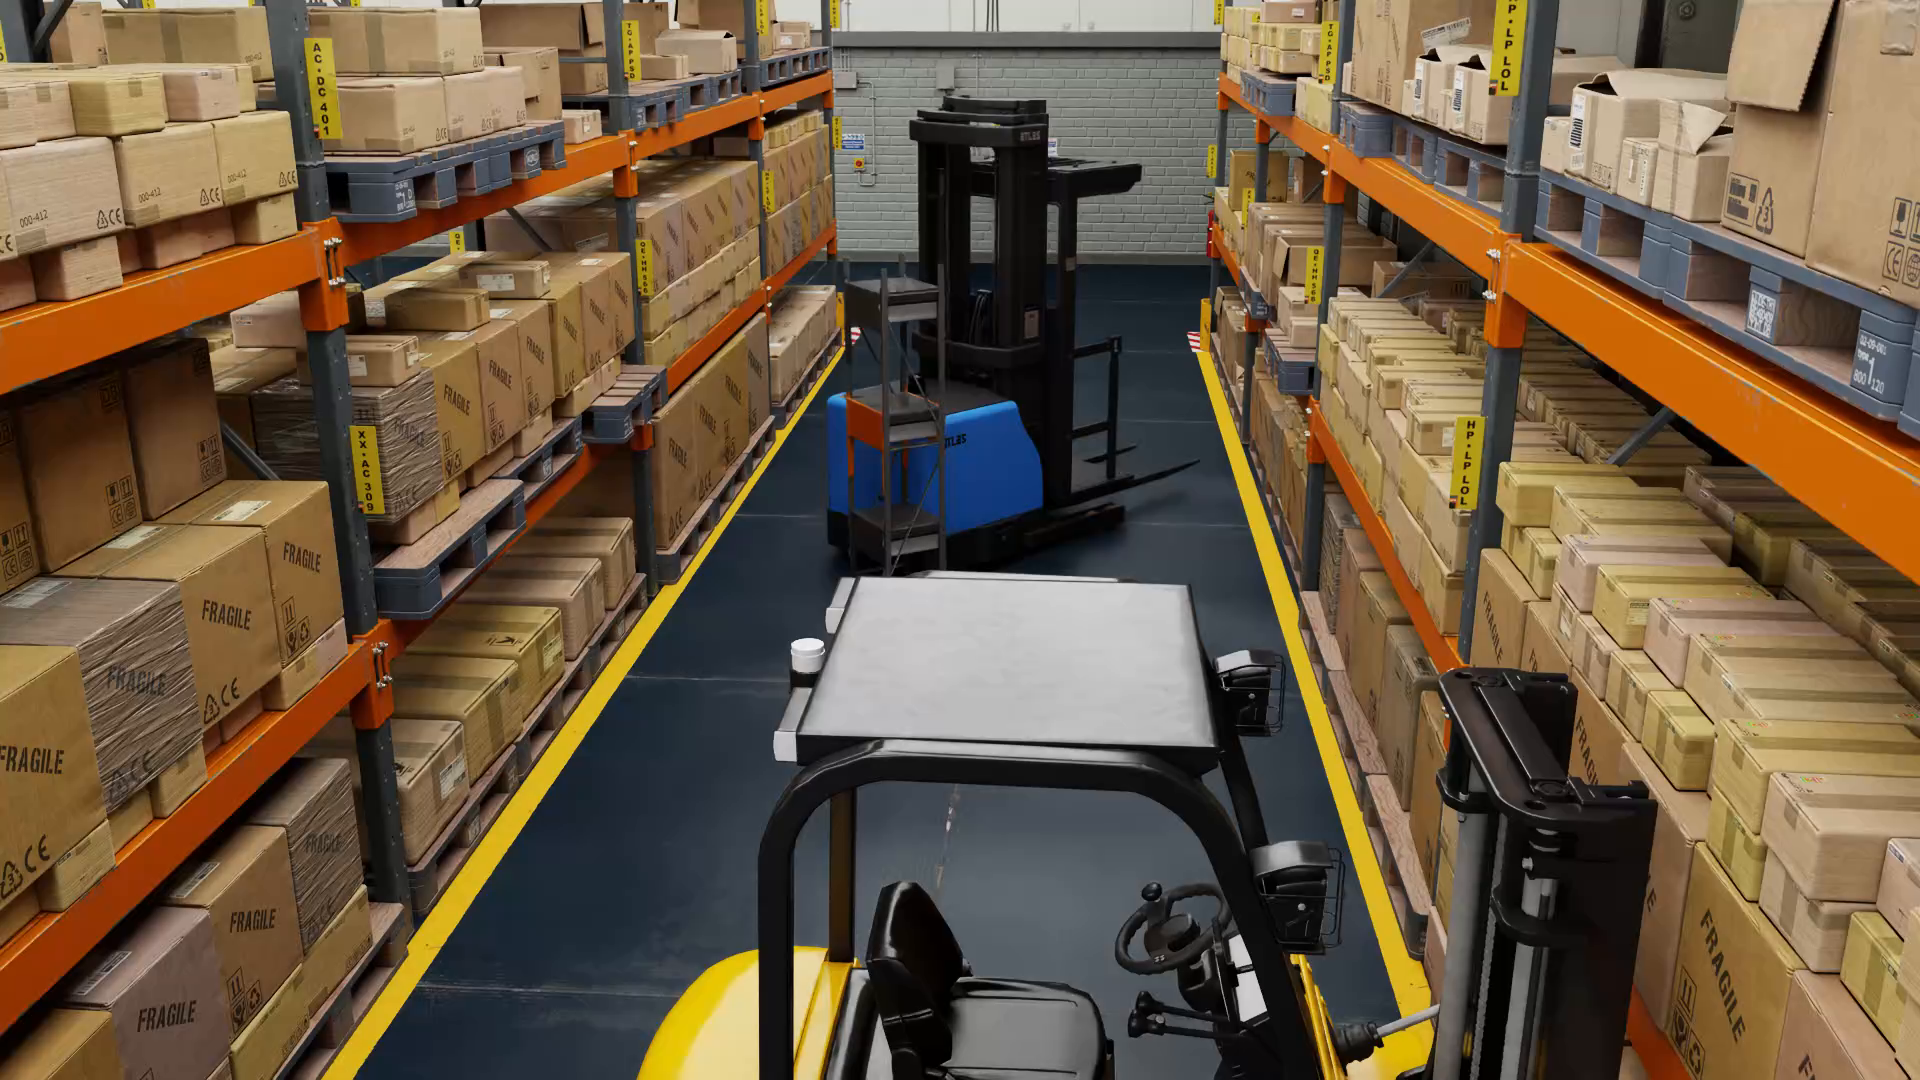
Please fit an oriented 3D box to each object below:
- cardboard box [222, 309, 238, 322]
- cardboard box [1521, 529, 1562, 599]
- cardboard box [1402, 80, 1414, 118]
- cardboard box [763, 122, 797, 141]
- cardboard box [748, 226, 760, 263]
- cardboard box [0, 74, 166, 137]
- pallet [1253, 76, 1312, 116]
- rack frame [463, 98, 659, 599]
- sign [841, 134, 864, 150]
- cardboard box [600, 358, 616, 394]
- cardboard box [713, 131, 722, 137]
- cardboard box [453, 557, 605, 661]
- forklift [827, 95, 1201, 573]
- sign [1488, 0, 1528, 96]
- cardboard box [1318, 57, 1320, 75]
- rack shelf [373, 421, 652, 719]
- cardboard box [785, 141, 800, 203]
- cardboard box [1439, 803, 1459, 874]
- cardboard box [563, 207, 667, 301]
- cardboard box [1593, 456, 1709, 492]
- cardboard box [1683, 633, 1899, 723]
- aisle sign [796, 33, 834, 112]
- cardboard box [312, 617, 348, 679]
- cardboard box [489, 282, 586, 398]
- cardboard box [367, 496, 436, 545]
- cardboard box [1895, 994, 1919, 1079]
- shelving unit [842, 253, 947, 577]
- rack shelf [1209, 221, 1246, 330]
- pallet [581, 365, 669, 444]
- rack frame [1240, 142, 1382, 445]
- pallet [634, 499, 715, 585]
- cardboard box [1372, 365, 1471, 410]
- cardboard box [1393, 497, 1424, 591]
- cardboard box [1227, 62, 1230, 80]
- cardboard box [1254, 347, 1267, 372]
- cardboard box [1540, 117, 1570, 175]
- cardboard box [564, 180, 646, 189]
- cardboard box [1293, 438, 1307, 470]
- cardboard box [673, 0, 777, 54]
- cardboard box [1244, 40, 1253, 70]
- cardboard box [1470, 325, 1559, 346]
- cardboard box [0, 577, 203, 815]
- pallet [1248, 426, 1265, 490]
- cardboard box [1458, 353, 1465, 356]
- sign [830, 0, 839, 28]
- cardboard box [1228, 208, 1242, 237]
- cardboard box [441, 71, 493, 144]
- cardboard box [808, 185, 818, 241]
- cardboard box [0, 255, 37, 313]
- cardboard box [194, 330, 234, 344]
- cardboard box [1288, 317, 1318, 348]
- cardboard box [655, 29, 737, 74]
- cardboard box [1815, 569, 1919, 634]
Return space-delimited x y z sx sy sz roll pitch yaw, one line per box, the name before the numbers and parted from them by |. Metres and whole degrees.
cardboard box | -7.135 -2.138 16.080 0.380 0.149 0.250 1 18 4
cardboard box | 1.971 0.078 5.165 0.380 0.149 0.250 2 18 5
cardboard box | 2.105 -1.881 7.096 0.380 0.149 0.250 1 18 3
cardboard box | -1.695 -3.730 15.180 0.380 0.149 0.250 1 18 4
cardboard box | -1.893 -2.358 13.239 0.500 0.250 0.500 1 18 4
cardboard box | -2.420 -1.186 4.531 0.380 0.149 0.250 2 18 6
pallet | 2.659 -3.037 11.359 1.213 0.211 1.003 1 18 4
rack frame | -2.391 -1.092 9.937 1.000 3.000 0.127 1 18 4
sign | -1.480 -5.476 22.885 0.327 0.218 0.001 1 18 4
cardboard box | -2.100 -0.901 9.083 0.380 0.149 0.250 1 18 3
cardboard box | -2.245 -3.424 14.248 0.380 0.149 0.250 1 18 4
cardboard box | -2.486 0.362 9.046 0.950 0.372 0.625 1 18 3
forklift | 0.514 -1.532 11.390 3.031 2.935 1.130 -17 25 -42
sign | 1.732 -1.569 5.242 0.100 0.325 0.005 1 18 4
cardboard box | 2.402 -2.880 10.179 0.380 0.149 0.250 1 18 4
rack shelf | -2.534 -0.128 8.153 1.077 0.370 4.000 1 18 4
cardboard box | -1.738 -3.315 14.955 0.500 0.500 0.500 2 18 5
cardboard box | 1.926 1.036 5.581 0.500 0.250 0.500 1 18 3
cardboard box | -2.111 -1.762 10.216 0.500 0.500 0.500 1 18 2
cardboard box | 2.513 -0.200 6.013 0.380 0.149 0.250 1 18 3
cardboard box | 1.941 0.335 3.902 0.380 0.149 0.250 1 18 4
aisle sign | -1.503 -4.827 17.162 0.394 0.787 0.004 1 18 4
cardboard box | -2.396 0.377 5.859 0.380 0.149 0.250 1 18 3
cardboard box | -2.207 -1.015 8.391 0.500 0.500 0.500 0 18 0
cardboard box | -2.323 -0.094 6.622 0.380 0.149 0.250 2 18 5
cardboard box | 1.801 0.874 2.737 0.380 0.149 0.250 2 18 5
shelving unit | -0.385 -0.615 9.926 0.431 2.100 0.503 -10 21 -28
rack shelf | 2.991 -2.503 15.401 1.077 0.370 4.000 1 18 4
pallet | -2.336 -0.777 9.284 1.213 0.211 1.003 1 18 4
rack frame | 2.847 -2.224 13.394 1.000 3.000 0.127 1 18 4
pallet | -2.259 -0.010 11.113 1.003 0.211 1.213 1 18 4
cardboard box | 2.080 -0.688 7.503 0.380 0.149 0.250 1 18 2
cardboard box | 2.079 0.013 6.807 0.500 0.250 0.500 1 18 4
cardboard box | 2.731 -4.442 15.749 0.380 0.149 0.250 2 18 5
cardboard box | 2.556 -1.439 13.295 0.380 0.149 0.250 2 18 7
cardboard box | 1.939 -1.160 4.897 0.380 0.149 0.250 2 18 5
cardboard box | -2.500 -2.251 11.710 0.500 0.500 0.500 1 18 3
cardboard box | 2.332 -0.546 10.571 0.380 0.149 0.250 0 18 1
cardboard box | -2.039 -4.475 14.445 0.797 0.503 0.637 3 18 8
cardboard box | 2.659 -4.037 13.871 0.500 0.250 0.500 1 18 2
cardboard box | 2.804 -0.991 8.429 0.380 0.149 0.250 1 18 3
cardboard box | -2.524 0.427 4.665 0.500 0.500 0.500 2 18 5
pallet | 2.827 -0.646 13.054 1.003 0.211 1.213 1 18 4
cardboard box | 2.770 -0.844 8.618 0.500 0.250 0.500 1 18 4
sign | -1.277 -5.368 16.877 0.100 0.325 0.005 1 18 4
cardboard box | 2.748 -2.928 15.306 0.500 0.250 0.500 1 18 2
cardboard box | -2.200 -1.733 6.644 0.500 0.250 0.500 1 18 3
cardboard box | -1.666 -3.152 16.066 0.500 0.500 0.500 2 18 6
cardboard box | -2.587 -0.652 4.183 0.380 0.149 0.250 2 18 5
cardboard box | -6.769 -1.807 15.068 0.380 0.149 0.250 1 18 3
cardboard box | 2.225 -1.275 10.225 0.380 0.149 0.250 2 18 5
cardboard box | -1.958 -3.638 12.360 0.500 0.311 0.500 1 18 4
cardboard box | 2.493 0.188 4.352 0.380 0.149 0.250 1 18 3
